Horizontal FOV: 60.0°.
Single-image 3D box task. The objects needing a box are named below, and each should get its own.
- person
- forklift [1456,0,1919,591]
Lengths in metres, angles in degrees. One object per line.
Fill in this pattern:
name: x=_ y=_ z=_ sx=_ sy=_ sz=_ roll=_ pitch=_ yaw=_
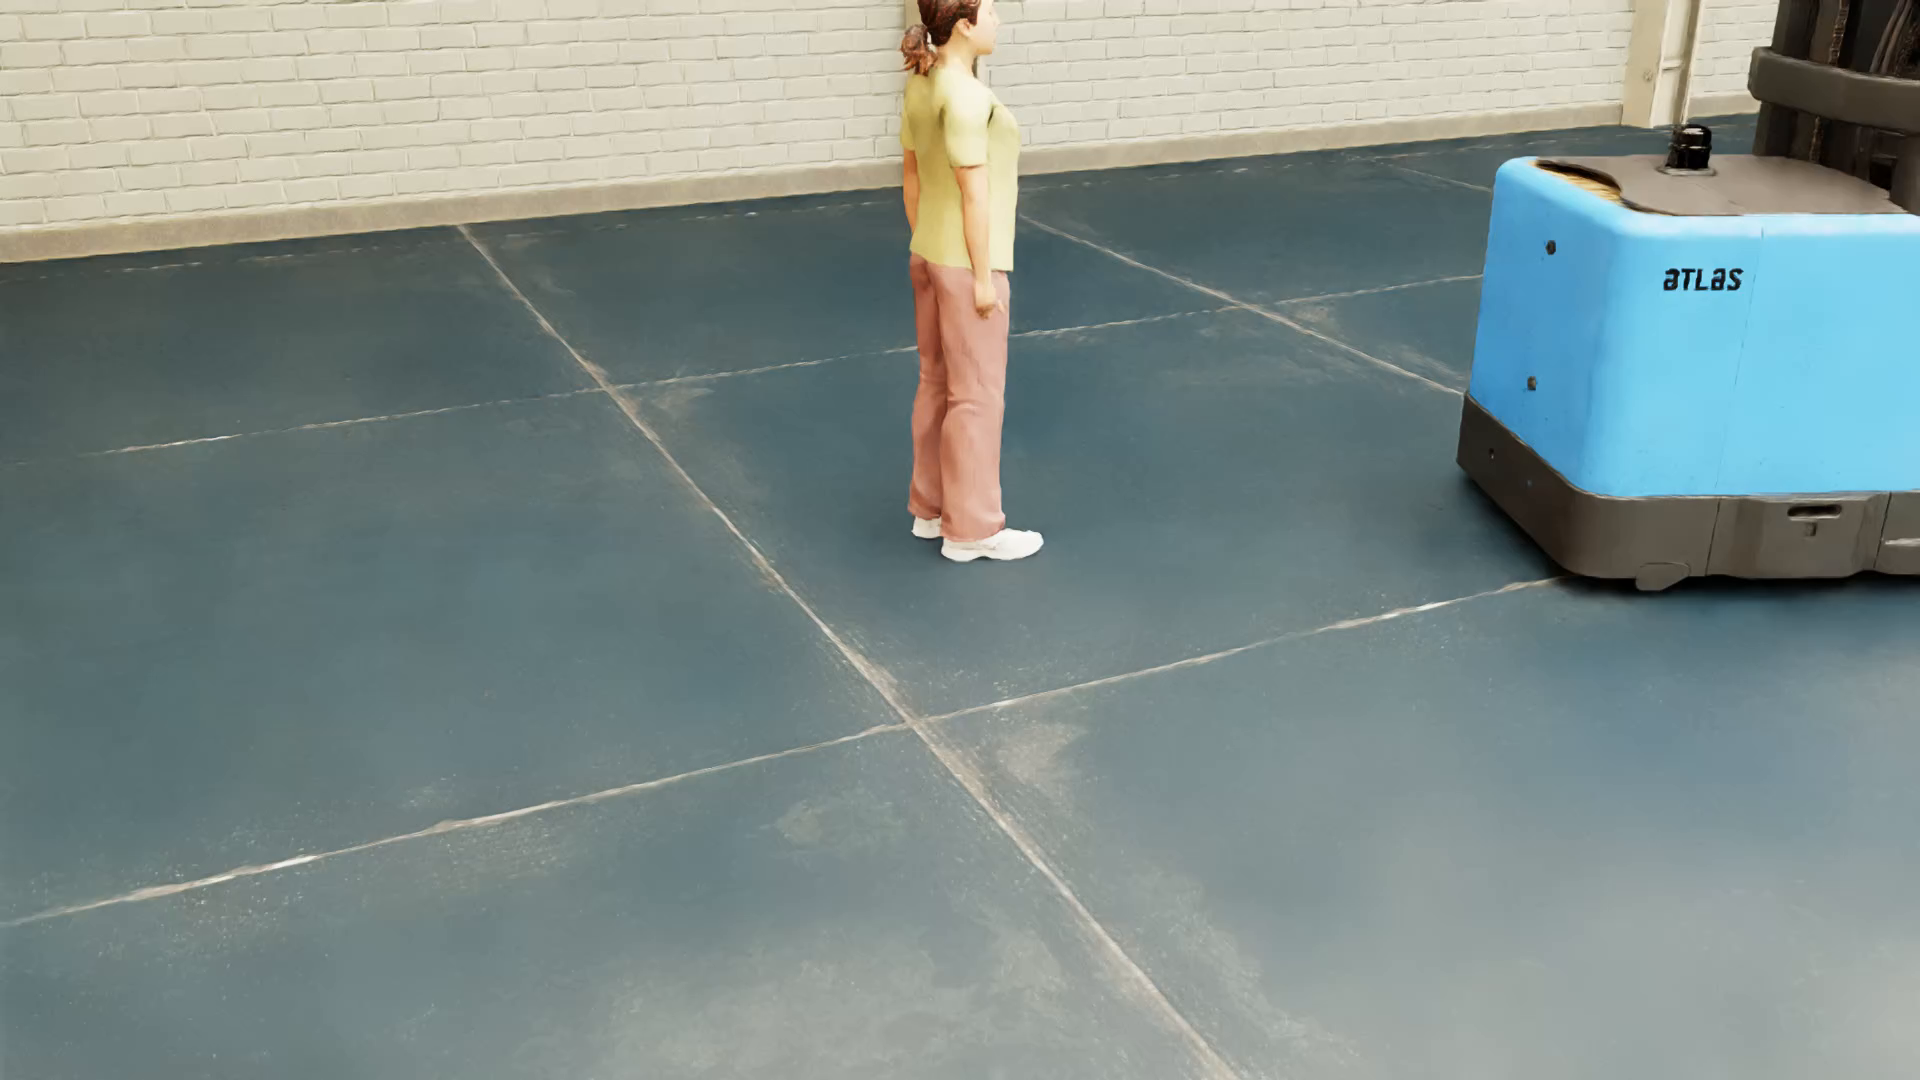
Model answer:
person: x=0.007 y=-0.774 z=4.791 sx=0.365 sy=1.673 sz=0.429 roll=-10 pitch=25 yaw=-23
forklift: x=3.193 y=-1.416 z=4.696 sx=3.031 sy=2.935 sz=1.130 roll=-1 pitch=23 yaw=-4
